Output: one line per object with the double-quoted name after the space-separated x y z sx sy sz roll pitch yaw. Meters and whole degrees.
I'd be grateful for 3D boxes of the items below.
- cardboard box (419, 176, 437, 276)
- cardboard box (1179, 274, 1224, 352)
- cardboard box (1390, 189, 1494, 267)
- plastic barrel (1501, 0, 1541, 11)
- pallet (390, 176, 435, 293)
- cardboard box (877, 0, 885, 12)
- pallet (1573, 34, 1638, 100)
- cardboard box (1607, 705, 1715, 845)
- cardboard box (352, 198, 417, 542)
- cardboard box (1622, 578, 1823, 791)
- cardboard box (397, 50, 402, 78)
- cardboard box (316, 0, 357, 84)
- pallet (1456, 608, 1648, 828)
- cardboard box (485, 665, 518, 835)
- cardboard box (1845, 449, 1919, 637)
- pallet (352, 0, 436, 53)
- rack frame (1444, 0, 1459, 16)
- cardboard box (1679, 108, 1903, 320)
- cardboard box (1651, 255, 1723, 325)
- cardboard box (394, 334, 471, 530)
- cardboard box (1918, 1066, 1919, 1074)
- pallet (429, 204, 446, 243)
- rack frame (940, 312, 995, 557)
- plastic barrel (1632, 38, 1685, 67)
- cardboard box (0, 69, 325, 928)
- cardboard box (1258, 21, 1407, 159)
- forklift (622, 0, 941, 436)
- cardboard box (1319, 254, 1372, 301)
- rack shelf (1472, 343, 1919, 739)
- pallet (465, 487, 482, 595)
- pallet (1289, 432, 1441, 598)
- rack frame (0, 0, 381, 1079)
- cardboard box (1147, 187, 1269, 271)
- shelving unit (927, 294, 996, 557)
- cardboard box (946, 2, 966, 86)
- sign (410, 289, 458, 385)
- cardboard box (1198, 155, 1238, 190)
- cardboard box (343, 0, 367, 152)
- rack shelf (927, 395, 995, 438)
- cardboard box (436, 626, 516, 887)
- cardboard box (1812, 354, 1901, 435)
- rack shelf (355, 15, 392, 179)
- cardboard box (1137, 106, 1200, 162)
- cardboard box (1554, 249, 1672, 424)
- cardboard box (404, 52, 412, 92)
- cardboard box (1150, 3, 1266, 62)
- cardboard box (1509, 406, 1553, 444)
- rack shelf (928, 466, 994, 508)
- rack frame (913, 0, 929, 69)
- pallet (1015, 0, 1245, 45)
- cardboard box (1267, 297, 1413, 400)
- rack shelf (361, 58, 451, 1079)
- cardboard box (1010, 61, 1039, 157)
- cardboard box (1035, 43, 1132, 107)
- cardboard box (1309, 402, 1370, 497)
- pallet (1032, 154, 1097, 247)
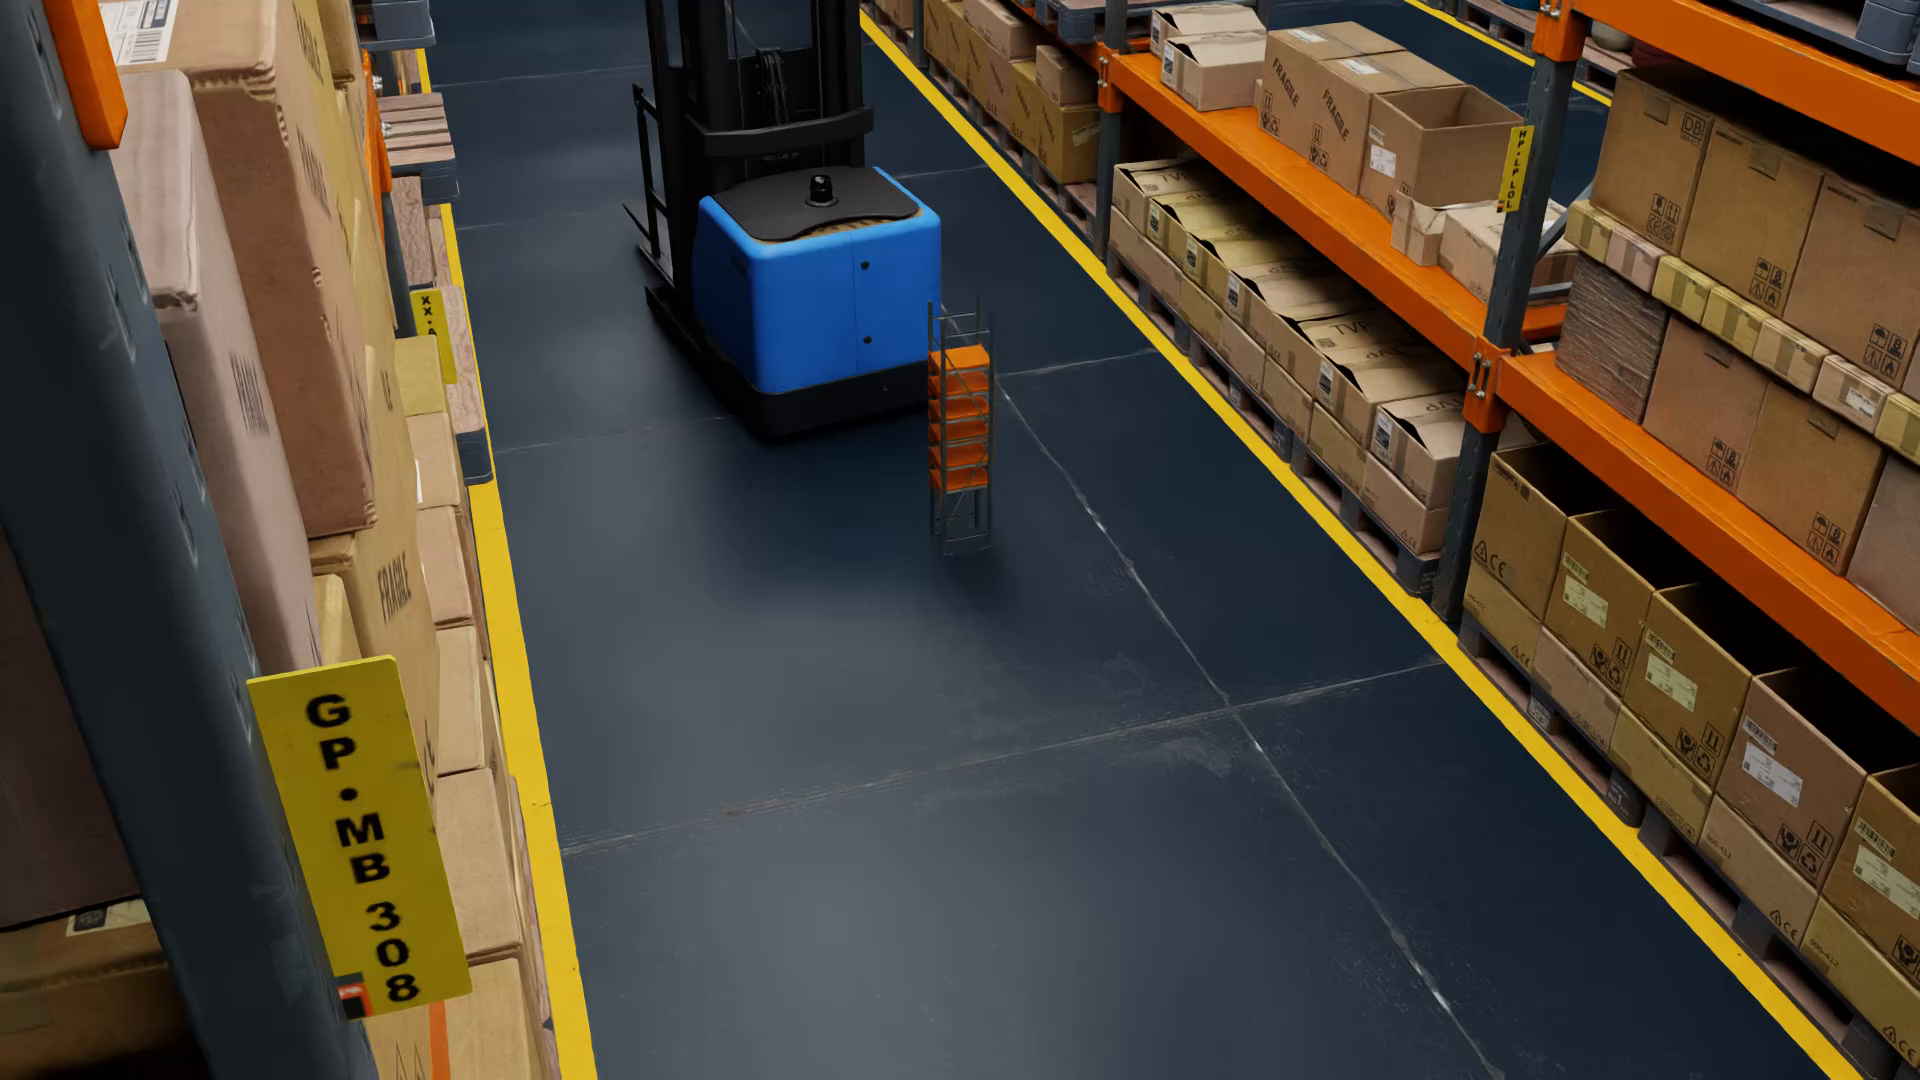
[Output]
-3.480 -1.958 9.562 0.750 0.750 0.750 -10 35 -15 "cardboard box"
1.535 -1.275 9.072 0.500 0.250 0.500 -11 35 -16 "cardboard box"
2.113 -1.382 7.242 0.396 0.266 0.258 -11 35 -16 "cardboard box"
4.984 -5.049 14.193 0.600 0.901 0.708 -10 35 -15 "plastic barrel"
-2.737 -1.160 6.958 1.003 0.211 1.213 -10 35 -15 "pallet"
-0.499 -4.639 14.237 0.380 0.149 0.250 -10 35 -15 "cardboard box"
5.406 -3.821 13.341 1.003 0.211 1.213 -10 35 -15 "pallet"
2.704 0.786 5.952 0.500 0.250 0.500 -10 35 -15 "cardboard box"
-1.096 -0.151 2.428 0.500 0.500 0.500 -8 34 -13 "cardboard box"
2.705 0.473 5.746 0.500 0.500 0.500 -10 35 -15 "cardboard box"
-3.329 -2.675 9.287 0.380 0.149 0.250 -9 35 -13 "cardboard box"
-1.402 -1.115 2.979 0.500 0.500 0.500 -11 35 -16 "cardboard box"
2.759 0.581 6.679 1.003 0.211 1.213 -10 35 -15 "pallet"
-1.415 0.604 4.232 0.500 0.250 0.500 -10 35 -15 "cardboard box"
3.172 -0.008 4.951 0.700 0.500 0.500 -9 35 -13 "cardboard box"
-2.247 -1.687 5.032 1.213 0.211 1.003 -10 35 -15 "pallet"
4.835 -6.038 14.167 1.000 3.000 0.127 -10 35 -15 "rack frame"
2.853 -1.093 5.416 0.700 0.500 0.500 -10 35 -15 "cardboard box"
2.611 -0.879 5.680 0.380 0.149 0.250 -11 35 -16 "cardboard box"
-1.721 -0.234 4.821 0.500 0.500 0.500 -10 35 -15 "cardboard box"
3.168 1.573 4.762 0.500 0.250 0.500 -10 35 -15 "cardboard box"
-3.917 -2.175 10.849 1.003 0.211 1.213 -10 35 -15 "pallet"
0.032 -0.445 7.335 0.240 1.200 0.006 -10 35 -15 "rack frame"
5.545 -3.954 12.819 0.600 0.588 0.708 -10 35 -15 "plastic barrel"
-0.826 -0.034 1.343 0.500 0.500 0.500 -13 35 -18 "cardboard box"
1.864 -2.270 8.375 0.500 0.500 0.500 -12 35 -17 "cardboard box"
-1.185 -2.544 8.942 1.130 2.935 3.031 -15 36 -22 "forklift"
2.197 -1.335 8.654 0.500 0.311 0.500 -9 35 -13 "cardboard box"
3.167 0.343 5.162 1.077 0.370 4.000 -10 35 -15 "rack shelf"
-2.775 -0.059 7.647 1.003 0.211 1.213 -10 35 -15 "pallet"
2.295 -0.224 7.897 1.003 0.211 1.213 -10 35 -15 "pallet"
-0.937 -0.575 0.458 0.949 2.616 0.053 -10 35 -15 "rack frame"
1.385 -1.770 9.313 0.500 0.311 0.500 -11 35 -16 "cardboard box"
0.004 -0.493 7.408 0.258 1.200 0.189 -10 35 -15 "shelving unit"
0.205 -3.775 12.610 0.500 0.500 0.500 -10 35 -14 "cardboard box"
-1.646 -0.628 5.195 0.100 0.325 0.005 -10 35 -15 "sign"
1.731 -2.135 9.865 0.500 0.311 0.500 -9 35 -13 "cardboard box"
-1.770 -1.249 4.089 0.500 0.500 0.500 -9 35 -13 "cardboard box"
0.004 -0.556 7.366 0.258 0.103 0.180 -10 35 -15 "rack shelf"
-1.261 0.566 3.610 0.500 0.500 0.500 -9 34 -13 "cardboard box"
2.851 -0.470 5.061 0.380 0.149 0.250 -11 35 -16 "cardboard box"
-2.770 -2.173 6.250 1.077 0.370 4.000 -10 35 -15 "rack shelf"
1.470 -2.535 10.733 0.500 0.500 0.500 -9 34 -13 "cardboard box"
2.698 -0.817 6.174 0.700 0.500 0.500 -11 35 -16 "cardboard box"
-4.278 -3.331 11.639 0.750 0.750 0.750 -10 35 -14 "cardboard box"
1.406 -2.872 9.456 0.500 0.311 0.500 -8 34 -12 "cardboard box"
2.668 -0.528 7.432 0.500 0.311 0.500 -10 35 -15 "cardboard box"
0.004 -0.256 7.565 0.258 0.103 0.180 -10 35 -15 "rack shelf"
0.116 -5.207 12.909 1.000 3.000 0.127 -10 35 -15 "rack frame"
1.063 -3.371 10.305 1.213 0.211 1.003 -10 35 -15 "pallet"
1.845 -0.968 8.098 0.500 0.311 0.500 -10 35 -15 "cardboard box"
-1.550 -0.073 3.072 1.077 0.370 4.000 -10 35 -15 "rack shelf"
0.670 -2.971 11.394 0.500 0.500 0.500 -11 35 -16 "cardboard box"
0.806 -3.041 10.819 0.500 0.250 0.500 -9 34 -13 "cardboard box"
2.001 -0.470 7.853 0.500 0.250 0.500 -11 35 -15 "cardboard box"
1.145 -2.342 11.103 1.003 0.211 1.213 -10 35 -15 "pallet"
